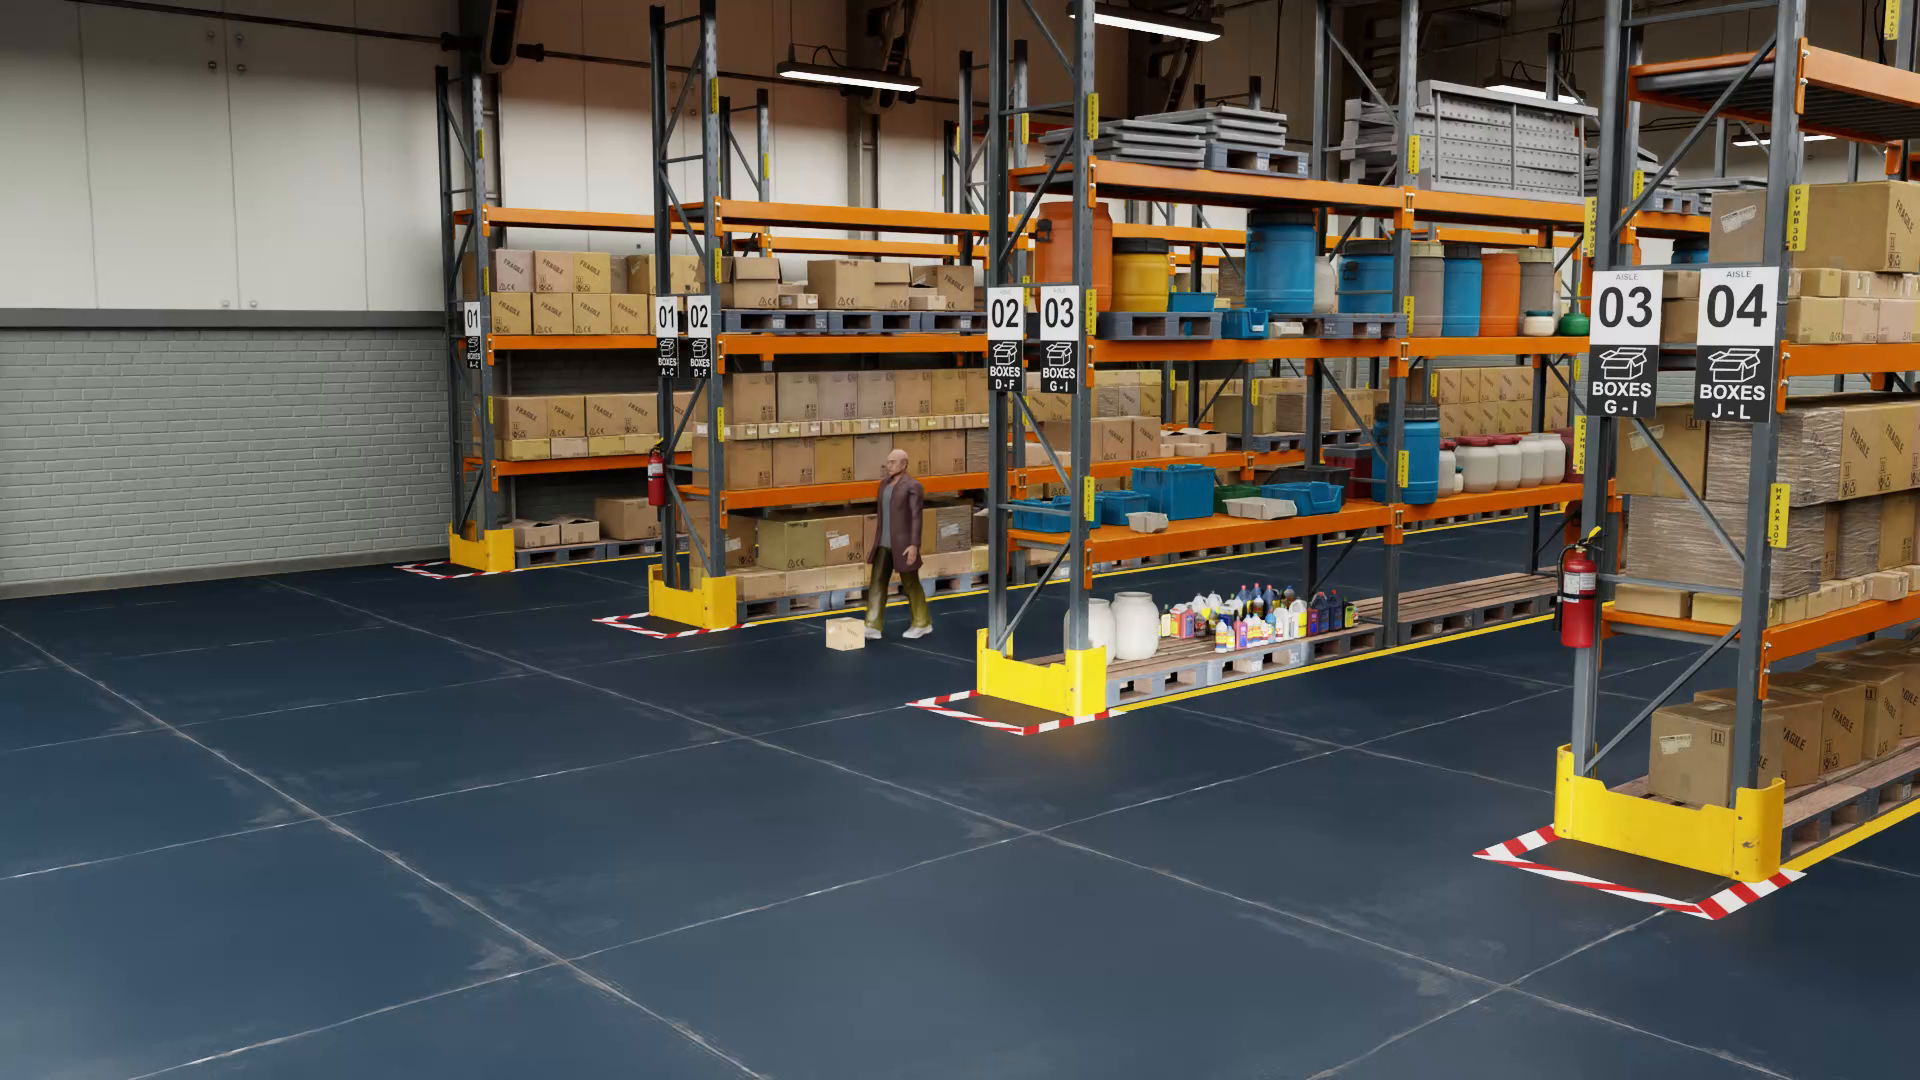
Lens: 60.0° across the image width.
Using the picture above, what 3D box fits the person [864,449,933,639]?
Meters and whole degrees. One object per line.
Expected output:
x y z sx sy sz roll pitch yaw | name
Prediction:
-0.637 0.047 15.440 0.593 1.771 0.827 6 10 41 | person
